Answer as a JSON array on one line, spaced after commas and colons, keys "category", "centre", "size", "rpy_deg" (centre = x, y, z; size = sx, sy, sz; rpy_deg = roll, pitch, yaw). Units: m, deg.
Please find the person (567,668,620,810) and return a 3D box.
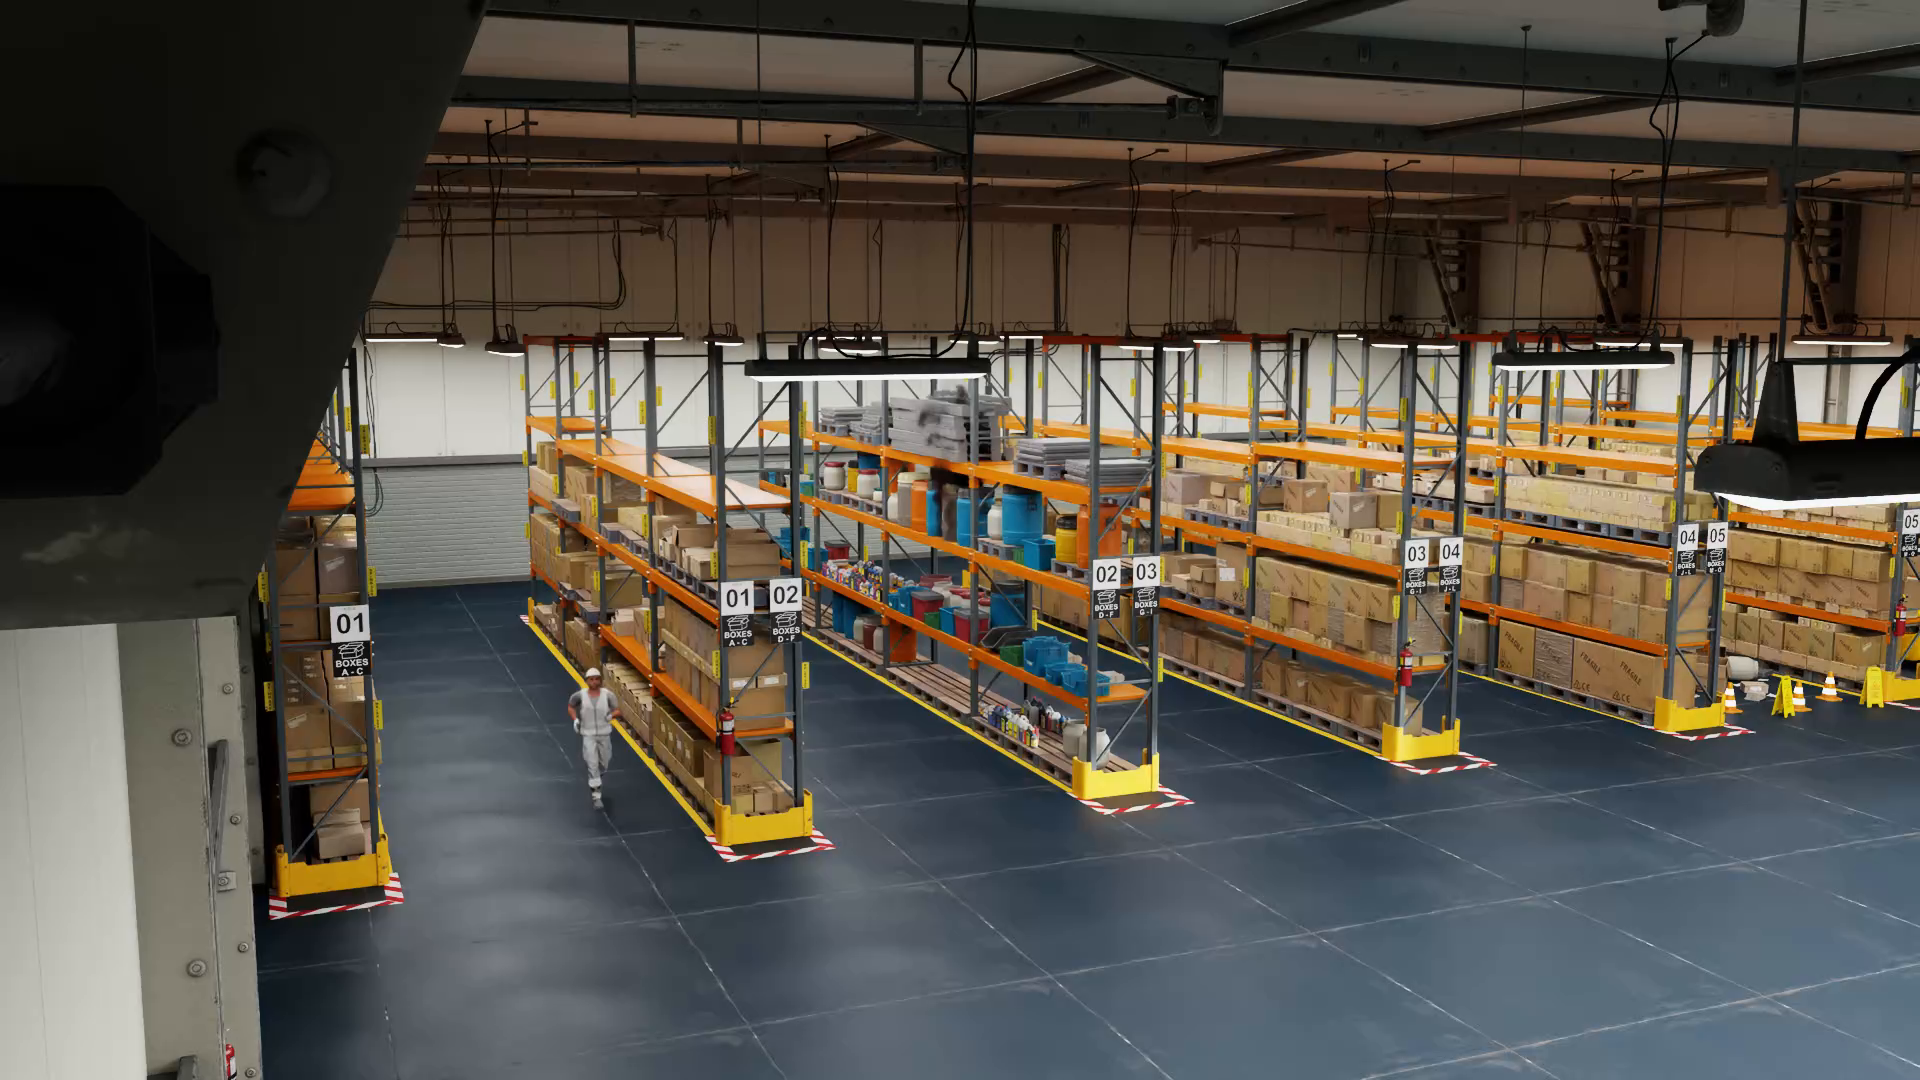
[{"category": "person", "centre": [-4.747, 2.541, 21.672], "size": [0.654, 1.762, 0.977], "rpy_deg": [-3, 8, -19]}]
